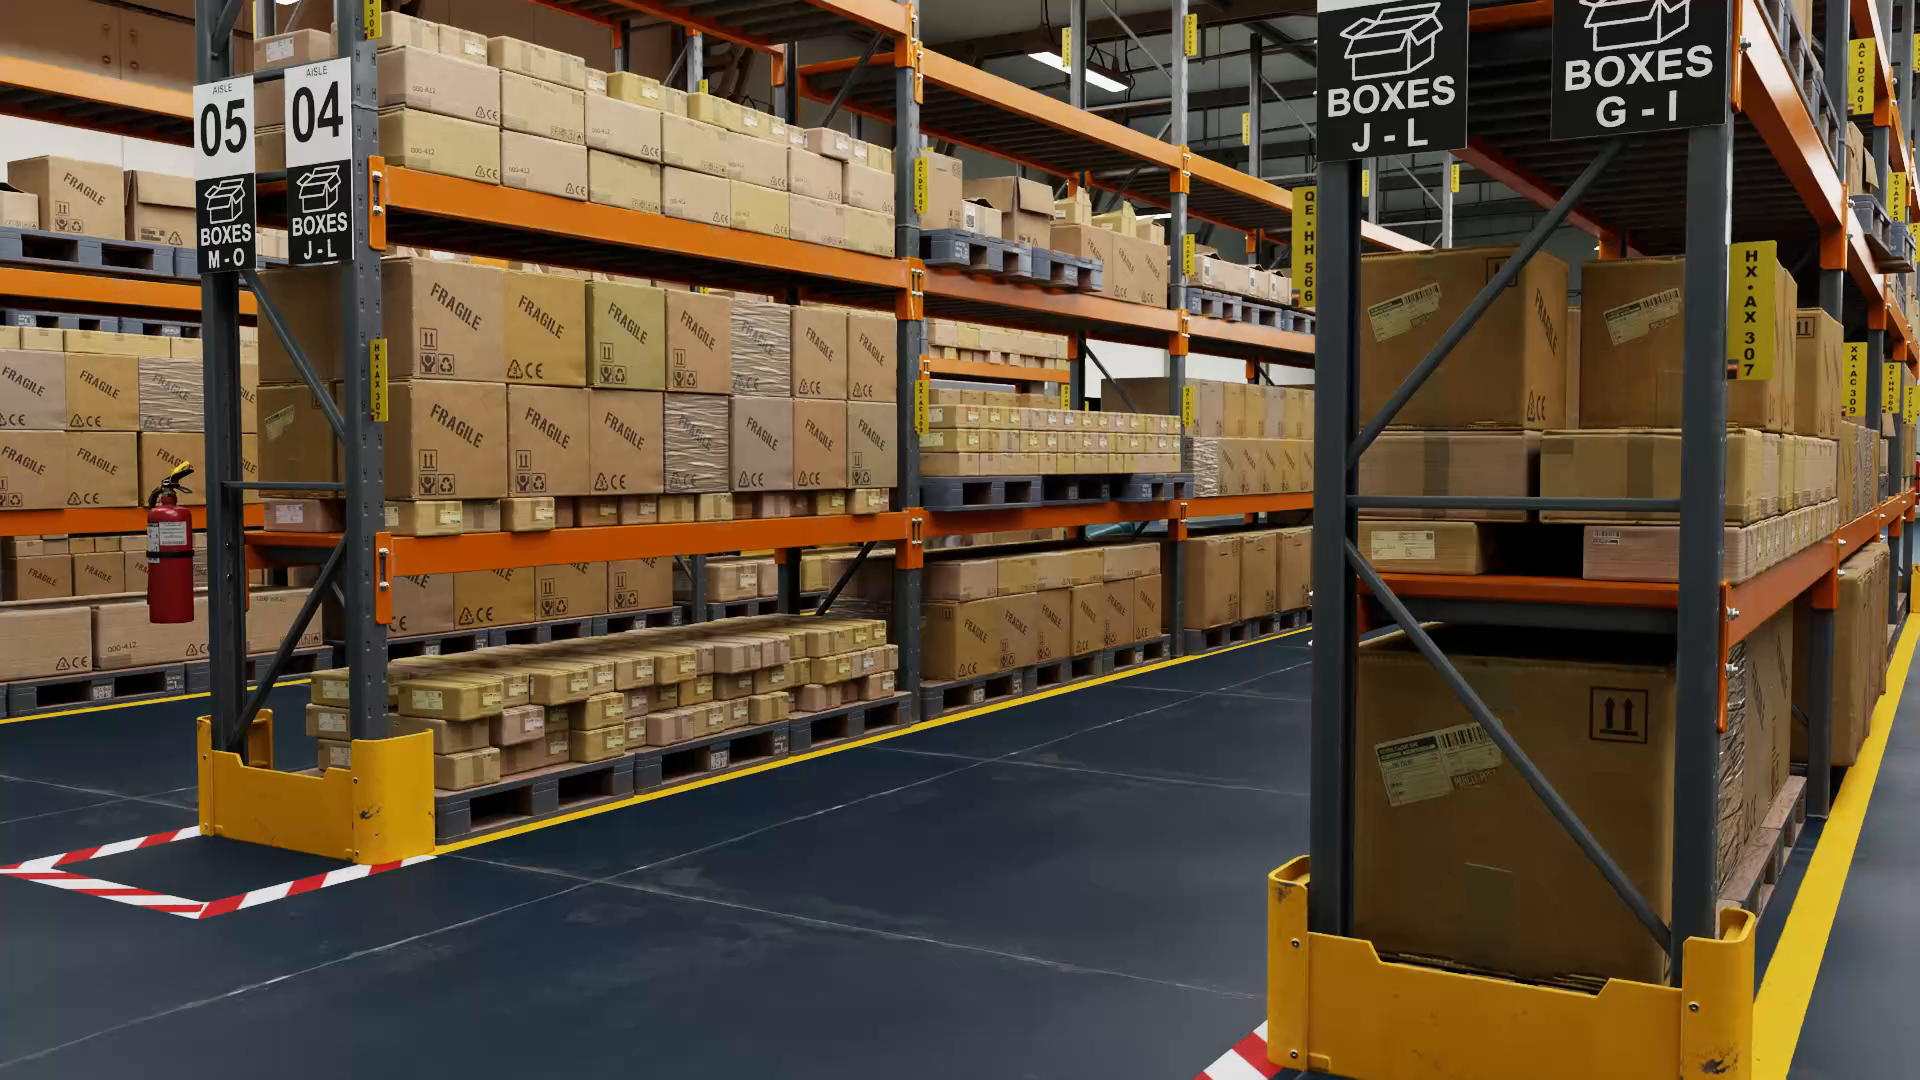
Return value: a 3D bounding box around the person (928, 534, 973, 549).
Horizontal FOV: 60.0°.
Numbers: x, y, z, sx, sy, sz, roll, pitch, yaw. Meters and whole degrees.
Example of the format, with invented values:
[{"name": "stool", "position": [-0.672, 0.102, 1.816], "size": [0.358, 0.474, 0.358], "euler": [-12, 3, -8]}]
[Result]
[{"name": "person", "position": [-0.126, -0.097, 16.881], "size": [0.828, 1.729, 0.687], "euler": [-2, 4, -38]}]
